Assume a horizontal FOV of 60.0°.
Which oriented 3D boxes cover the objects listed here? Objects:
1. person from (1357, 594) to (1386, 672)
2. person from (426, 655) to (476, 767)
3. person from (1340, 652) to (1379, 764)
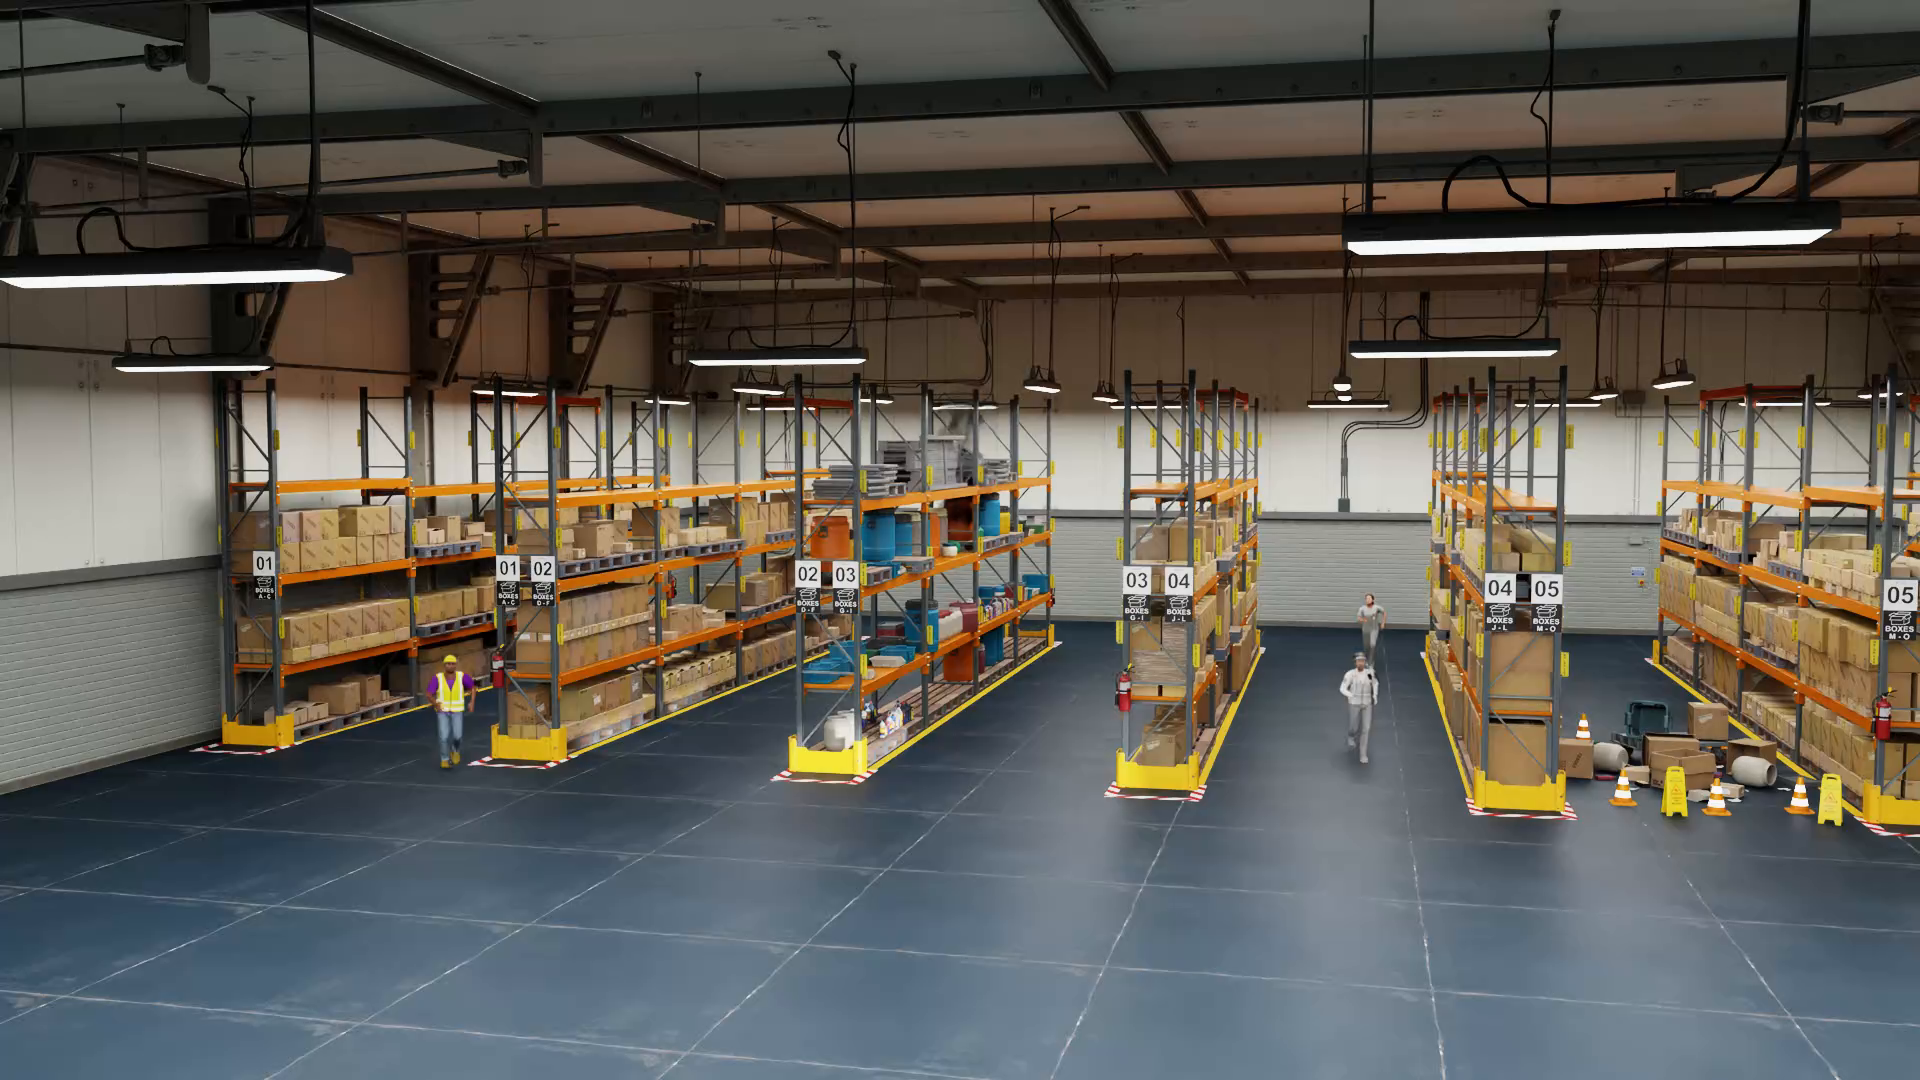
[{"bbox_3d":[8.914,2.009,36.046,0.574,1.710,0.889,1,4,23],"label":"person"},{"bbox_3d":[-7.750,2.612,25.353,0.745,1.725,0.561,-1,4,-21],"label":"person"},{"bbox_3d":[6.293,2.603,26.140,0.628,1.692,0.905,0,3,3],"label":"person"}]
